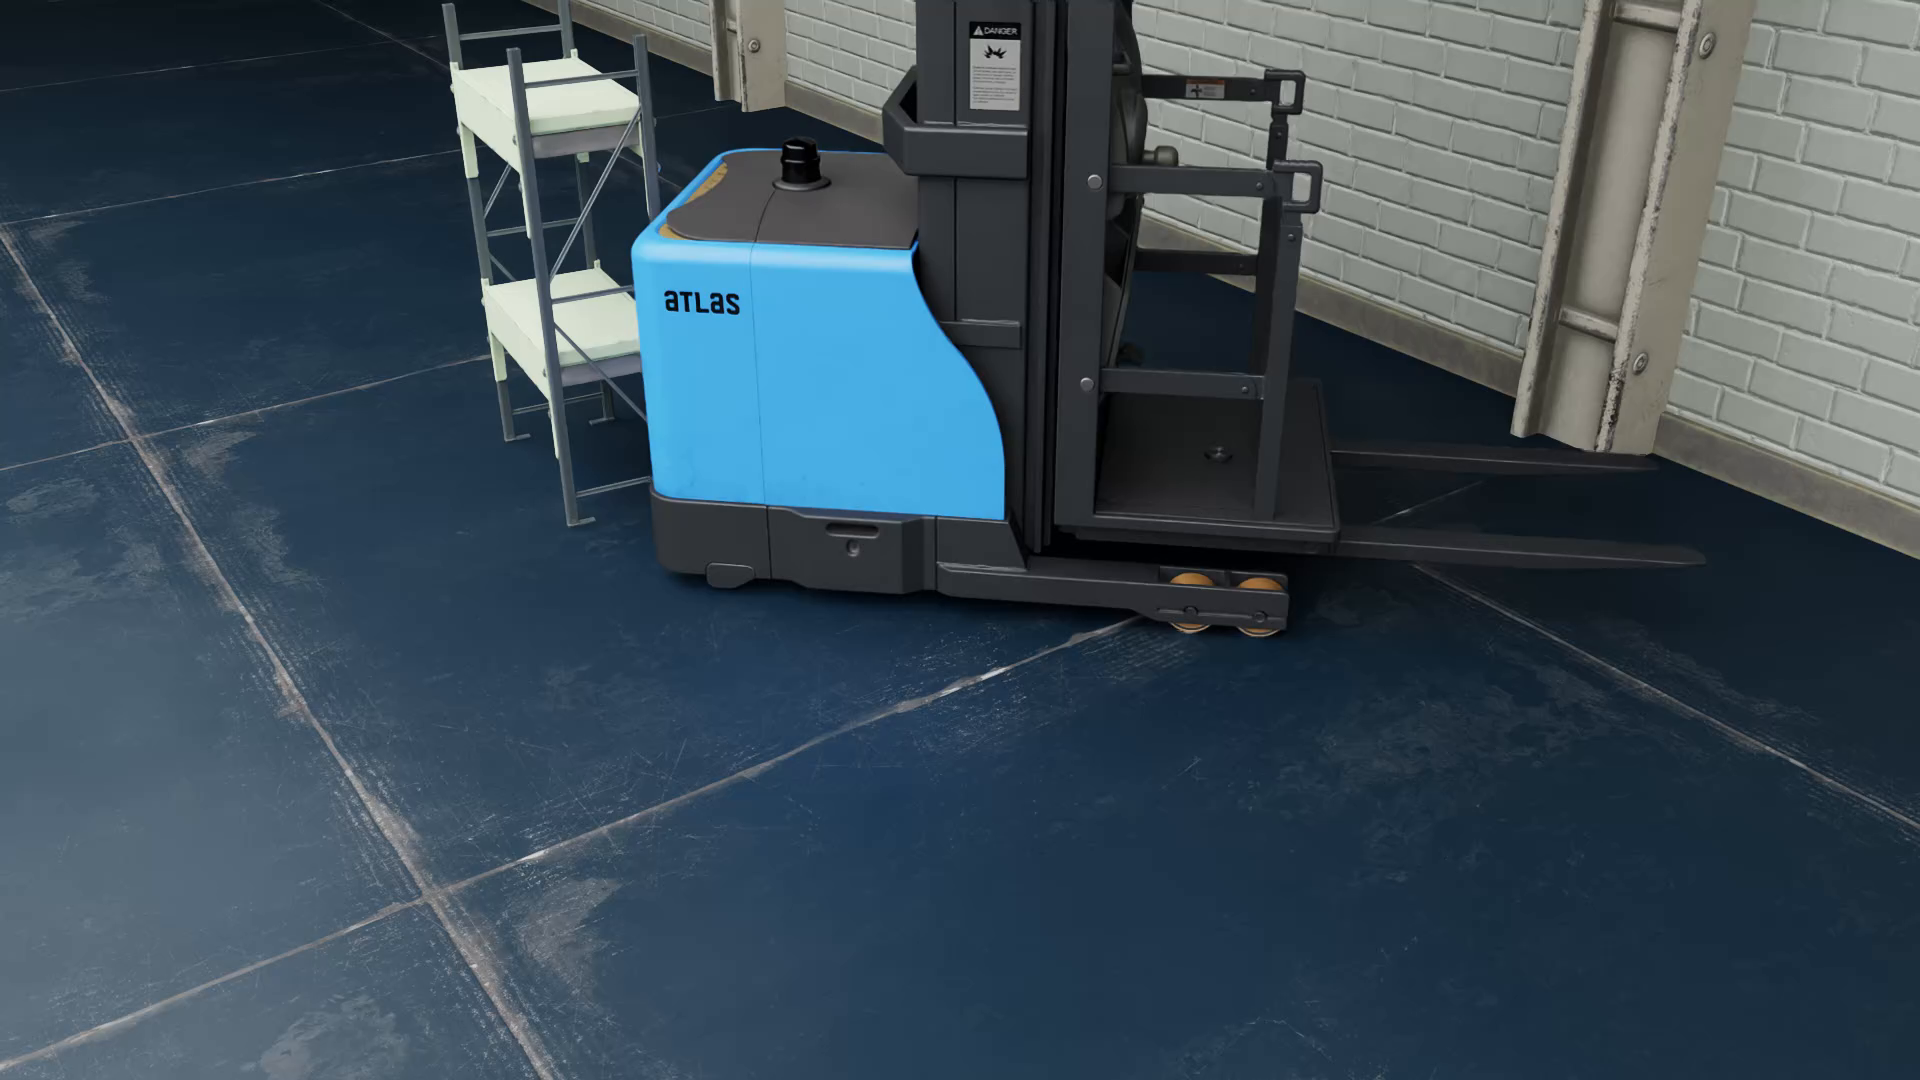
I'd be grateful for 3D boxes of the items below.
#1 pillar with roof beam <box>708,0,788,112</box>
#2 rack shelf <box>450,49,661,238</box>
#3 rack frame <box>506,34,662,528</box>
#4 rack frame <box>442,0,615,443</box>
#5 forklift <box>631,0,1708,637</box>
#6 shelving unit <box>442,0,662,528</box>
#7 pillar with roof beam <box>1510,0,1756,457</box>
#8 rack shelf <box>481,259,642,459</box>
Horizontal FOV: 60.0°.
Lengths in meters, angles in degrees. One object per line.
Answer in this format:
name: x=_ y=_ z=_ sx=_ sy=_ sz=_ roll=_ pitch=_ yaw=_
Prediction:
pillar with roof beam: x=-4.780 y=-5.446 z=5.848 sx=9.100 sy=9.000 sz=0.400 roll=-19 pitch=34 yaw=-31
rack shelf: x=-1.258 y=-1.244 z=5.151 sx=0.431 sy=0.370 sz=0.720 roll=-15 pitch=32 yaw=-25
rack frame: x=-1.081 y=-0.748 z=5.056 sx=0.400 sy=1.500 sz=0.023 roll=-15 pitch=32 yaw=-25
rack frame: x=-1.436 y=-1.054 z=5.619 sx=0.400 sy=1.500 sz=0.023 roll=-15 pitch=32 yaw=-25
forklift: x=0.643 y=-1.283 z=4.540 sx=3.031 sy=2.935 sz=1.130 roll=4 pitch=29 yaw=7
shelving unit: x=-1.258 y=-0.901 z=5.337 sx=0.431 sy=1.500 sz=0.755 roll=-15 pitch=32 yaw=-25
pillar with roof beam: x=-1.300 y=-3.113 z=1.553 sx=9.100 sy=9.000 sz=0.400 roll=-19 pitch=34 yaw=-31
rack shelf: x=-1.258 y=-0.614 z=5.493 sx=0.431 sy=0.370 sz=0.720 roll=-15 pitch=32 yaw=-25
